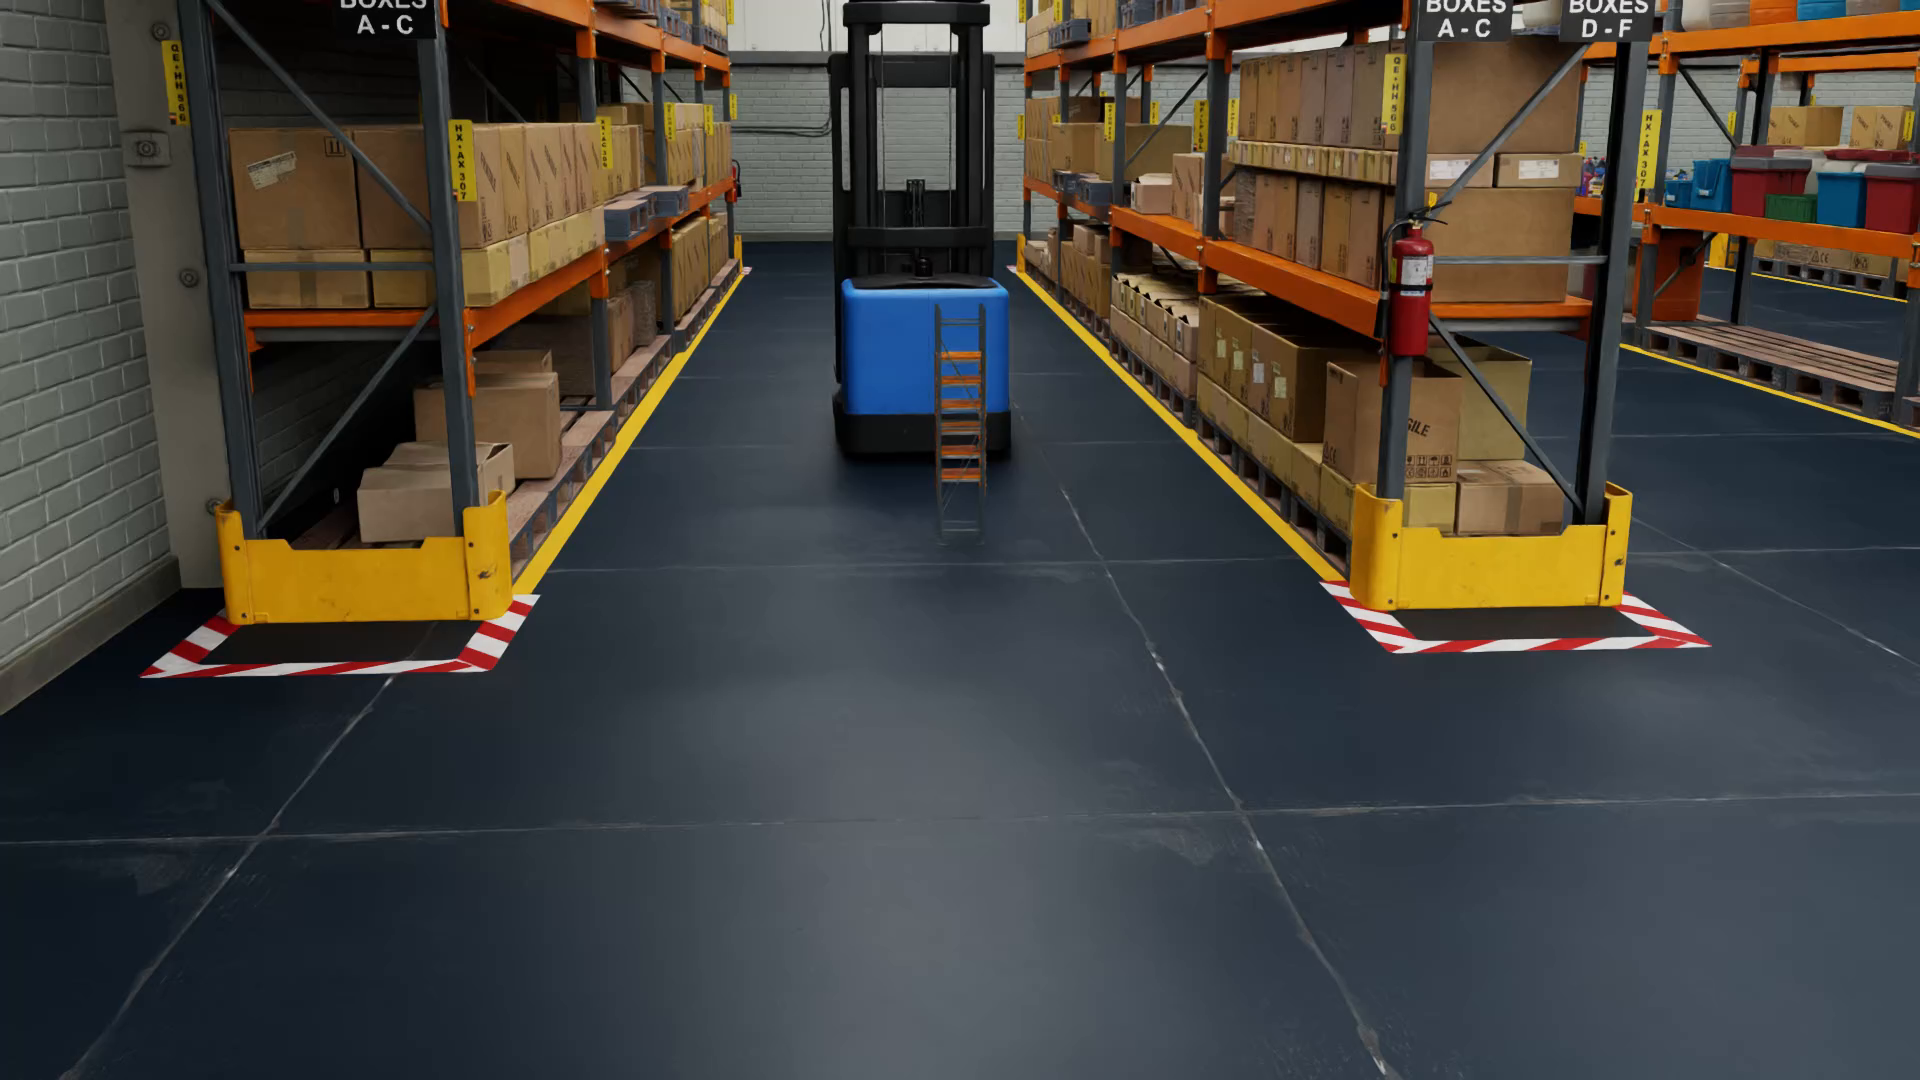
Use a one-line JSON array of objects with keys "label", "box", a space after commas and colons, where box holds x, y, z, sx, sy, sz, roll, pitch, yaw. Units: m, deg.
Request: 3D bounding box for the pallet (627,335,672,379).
[{"label": "pallet", "box": [-3.026, -1.567, 14.192, 1.003, 0.211, 1.213, -1, 14, -3]}]

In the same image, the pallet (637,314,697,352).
[{"label": "pallet", "box": [-3.046, -1.958, 15.715, 1.003, 0.211, 1.213, -1, 14, -3]}]

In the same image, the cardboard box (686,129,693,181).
[{"label": "cardboard box", "box": [-2.940, -3.822, 16.523, 0.500, 0.500, 0.500, 0, 14, -2]}]

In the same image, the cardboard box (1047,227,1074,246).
[{"label": "cardboard box", "box": [1.502, -3.655, 20.840, 0.797, 0.503, 0.637, -1, 14, -3]}]

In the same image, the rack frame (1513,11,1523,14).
[{"label": "rack frame", "box": [6.567, -7.165, 18.314, 1.000, 3.000, 0.127, -1, 14, -3]}]

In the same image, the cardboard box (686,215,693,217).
[{"label": "cardboard box", "box": [-3.569, -4.012, 20.972, 0.380, 0.149, 0.250, -1, 14, -3]}]

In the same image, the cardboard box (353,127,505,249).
[{"label": "cardboard box", "box": [-2.307, -1.546, 7.270, 0.500, 0.500, 0.500, -1, 14, -3]}]

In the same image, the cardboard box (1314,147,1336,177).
[{"label": "cardboard box", "box": [2.071, -1.976, 8.685, 0.380, 0.149, 0.250, 0, 14, -2]}]

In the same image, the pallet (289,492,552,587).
[{"label": "pallet", "box": [-2.597, 0.007, 8.076, 1.003, 0.211, 1.213, -1, 14, -3]}]

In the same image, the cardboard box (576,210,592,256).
[{"label": "cardboard box", "box": [-2.470, -1.817, 9.829, 0.500, 0.250, 0.500, -1, 14, -3]}]

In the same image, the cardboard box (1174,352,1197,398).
[{"label": "cardboard box", "box": [1.804, -1.165, 11.709, 0.500, 0.250, 0.500, -1, 14, -4]}]

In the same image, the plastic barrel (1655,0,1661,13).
[{"label": "plastic barrel", "box": [6.603, -5.118, 15.814, 0.301, 0.262, 0.301, 0, 14, 0]}]

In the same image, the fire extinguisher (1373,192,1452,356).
[{"label": "fire extinguisher", "box": [1.911, -1.125, 7.036, 0.296, 0.674, 0.183, -1, 14, -3]}]

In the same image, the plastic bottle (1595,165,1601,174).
[{"label": "plastic bottle", "box": [6.845, -3.881, 17.850, 0.097, 0.271, 0.097, 0, 14, 0]}]

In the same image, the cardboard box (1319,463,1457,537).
[{"label": "cardboard box", "box": [2.039, -0.200, 7.959, 0.500, 0.250, 0.500, -1, 14, -3]}]

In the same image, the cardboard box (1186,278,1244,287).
[{"label": "cardboard box", "box": [2.188, -2.077, 14.128, 0.500, 0.311, 0.500, -1, 14, -4]}]

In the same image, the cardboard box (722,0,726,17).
[{"label": "cardboard box", "box": [-3.251, -6.918, 21.129, 0.500, 0.500, 0.500, -1, 14, -4]}]

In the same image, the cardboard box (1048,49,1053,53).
[{"label": "cardboard box", "box": [1.307, -5.805, 19.351, 0.500, 0.250, 0.500, -1, 14, -3]}]

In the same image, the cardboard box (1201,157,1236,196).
[{"label": "cardboard box", "box": [2.055, -2.565, 12.275, 0.500, 0.500, 0.500, 0, 14, 1]}]

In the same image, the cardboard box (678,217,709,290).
[{"label": "cardboard box", "box": [-3.151, -3.109, 18.062, 0.750, 0.750, 0.750, -1, 14, -3]}]

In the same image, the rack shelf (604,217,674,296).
[{"label": "rack shelf", "box": [-2.949, -2.266, 12.757, 1.077, 0.370, 4.000, -1, 14, -3]}]

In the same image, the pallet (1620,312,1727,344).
[{"label": "pallet", "box": [6.725, -2.110, 16.302, 1.003, 0.211, 1.213, -1, 14, -3]}]

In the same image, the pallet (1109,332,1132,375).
[{"label": "pallet", "box": [1.883, -1.633, 14.451, 1.003, 0.211, 1.213, -1, 14, -3]}]

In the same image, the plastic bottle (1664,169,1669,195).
[{"label": "plastic bottle", "box": [7.074, -3.574, 16.656, 0.097, 0.271, 0.097, 0, 14, 0]}]

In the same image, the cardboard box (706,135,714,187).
[{"label": "cardboard box", "box": [-3.338, -4.387, 18.955, 0.980, 0.700, 0.700, -1, 14, -3]}]

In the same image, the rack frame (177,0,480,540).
[{"label": "rack frame", "box": [-2.577, -1.122, 6.868, 1.000, 3.000, 0.127, -1, 14, -3]}]

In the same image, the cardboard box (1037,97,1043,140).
[{"label": "cardboard box", "box": [1.238, -5.216, 20.573, 0.500, 0.500, 0.500, -1, 14, -4]}]

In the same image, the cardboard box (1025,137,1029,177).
[{"label": "cardboard box", "box": [1.140, -5.113, 22.177, 0.500, 0.500, 0.500, -1, 14, -2]}]

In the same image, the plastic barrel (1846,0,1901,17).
[{"label": "plastic barrel", "box": [6.774, -4.251, 12.003, 0.600, 0.901, 0.600, 0, 14, 0]}]

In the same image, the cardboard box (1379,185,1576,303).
[{"label": "cardboard box", "box": [2.351, -1.364, 7.608, 0.700, 0.500, 0.500, -1, 14, -3]}]

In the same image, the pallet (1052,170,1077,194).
[{"label": "pallet", "box": [1.564, -3.890, 18.013, 1.003, 0.211, 1.213, -1, 14, -3]}]

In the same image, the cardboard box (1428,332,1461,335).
[{"label": "cardboard box", "box": [2.465, -0.944, 9.347, 0.500, 0.500, 0.500, -1, 14, -3]}]

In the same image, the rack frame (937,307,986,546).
[{"label": "rack frame", "box": [0.007, -0.555, 8.274, 0.240, 1.200, 0.006, -1, 14, -3]}]

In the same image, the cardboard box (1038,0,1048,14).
[{"label": "cardboard box", "box": [1.370, -6.911, 21.139, 0.700, 0.500, 0.500, -1, 14, -3]}]

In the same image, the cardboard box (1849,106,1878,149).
[{"label": "cardboard box", "box": [11.189, -5.005, 20.159, 0.500, 0.500, 0.500, -1, 14, -3]}]

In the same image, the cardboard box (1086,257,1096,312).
[{"label": "cardboard box", "box": [1.547, -2.549, 16.548, 0.500, 0.500, 0.500, -1, 14, -5]}]

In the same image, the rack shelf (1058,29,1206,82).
[{"label": "rack shelf", "box": [1.747, -4.791, 16.550, 1.077, 0.370, 4.000, -1, 14, -3]}]

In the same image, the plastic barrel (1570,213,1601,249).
[{"label": "plastic barrel", "box": [6.628, -3.135, 18.059, 0.600, 0.901, 0.708, -1, 14, -3]}]

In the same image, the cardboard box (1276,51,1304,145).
[{"label": "cardboard box", "box": [2.216, -2.511, 9.460, 0.700, 0.500, 0.500, -1, 14, -3]}]

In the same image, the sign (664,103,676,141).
[{"label": "sign", "box": [-2.532, -3.645, 14.508, 0.100, 0.325, 0.005, -1, 14, -3]}]

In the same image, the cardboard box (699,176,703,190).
[{"label": "cardboard box", "box": [-2.978, -3.852, 17.943, 0.380, 0.149, 0.250, -1, 14, -2]}]

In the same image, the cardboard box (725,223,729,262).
[{"label": "cardboard box", "box": [-3.425, -3.922, 21.922, 0.700, 0.500, 0.500, -1, 14, -3]}]

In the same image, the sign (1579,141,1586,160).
[{"label": "sign", "box": [7.117, -4.401, 19.058, 0.100, 0.325, 0.005, -1, 14, -3]}]

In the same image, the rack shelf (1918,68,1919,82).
[{"label": "rack shelf", "box": [11.635, -4.943, 17.141, 1.077, 0.370, 4.000, -1, 14, -3]}]

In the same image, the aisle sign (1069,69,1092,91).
[{"label": "aisle sign", "box": [1.677, -6.459, 22.394, 0.394, 0.787, 0.004, -1, 14, -3]}]

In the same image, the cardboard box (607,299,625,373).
[{"label": "cardboard box", "box": [-2.961, -1.557, 12.693, 0.700, 0.500, 0.500, -1, 14, -3]}]

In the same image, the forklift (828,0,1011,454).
[{"label": "forklift", "box": [-0.340, -2.278, 11.497, 1.130, 2.935, 3.031, -1, 14, -5]}]

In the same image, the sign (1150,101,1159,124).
[{"label": "sign", "box": [2.177, -4.754, 18.660, 0.100, 0.325, 0.005, -1, 14, -3]}]

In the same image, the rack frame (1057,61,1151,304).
[{"label": "rack frame", "box": [1.623, -4.184, 18.768, 1.000, 3.000, 0.127, -1, 14, -3]}]

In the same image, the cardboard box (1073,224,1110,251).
[{"label": "cardboard box", "box": [1.472, -3.177, 17.482, 0.500, 0.250, 0.500, -1, 14, -3]}]

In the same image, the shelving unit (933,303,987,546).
[{"label": "shelving unit", "box": [0.001, -0.577, 8.363, 0.258, 1.200, 0.189, -1, 14, -3]}]
